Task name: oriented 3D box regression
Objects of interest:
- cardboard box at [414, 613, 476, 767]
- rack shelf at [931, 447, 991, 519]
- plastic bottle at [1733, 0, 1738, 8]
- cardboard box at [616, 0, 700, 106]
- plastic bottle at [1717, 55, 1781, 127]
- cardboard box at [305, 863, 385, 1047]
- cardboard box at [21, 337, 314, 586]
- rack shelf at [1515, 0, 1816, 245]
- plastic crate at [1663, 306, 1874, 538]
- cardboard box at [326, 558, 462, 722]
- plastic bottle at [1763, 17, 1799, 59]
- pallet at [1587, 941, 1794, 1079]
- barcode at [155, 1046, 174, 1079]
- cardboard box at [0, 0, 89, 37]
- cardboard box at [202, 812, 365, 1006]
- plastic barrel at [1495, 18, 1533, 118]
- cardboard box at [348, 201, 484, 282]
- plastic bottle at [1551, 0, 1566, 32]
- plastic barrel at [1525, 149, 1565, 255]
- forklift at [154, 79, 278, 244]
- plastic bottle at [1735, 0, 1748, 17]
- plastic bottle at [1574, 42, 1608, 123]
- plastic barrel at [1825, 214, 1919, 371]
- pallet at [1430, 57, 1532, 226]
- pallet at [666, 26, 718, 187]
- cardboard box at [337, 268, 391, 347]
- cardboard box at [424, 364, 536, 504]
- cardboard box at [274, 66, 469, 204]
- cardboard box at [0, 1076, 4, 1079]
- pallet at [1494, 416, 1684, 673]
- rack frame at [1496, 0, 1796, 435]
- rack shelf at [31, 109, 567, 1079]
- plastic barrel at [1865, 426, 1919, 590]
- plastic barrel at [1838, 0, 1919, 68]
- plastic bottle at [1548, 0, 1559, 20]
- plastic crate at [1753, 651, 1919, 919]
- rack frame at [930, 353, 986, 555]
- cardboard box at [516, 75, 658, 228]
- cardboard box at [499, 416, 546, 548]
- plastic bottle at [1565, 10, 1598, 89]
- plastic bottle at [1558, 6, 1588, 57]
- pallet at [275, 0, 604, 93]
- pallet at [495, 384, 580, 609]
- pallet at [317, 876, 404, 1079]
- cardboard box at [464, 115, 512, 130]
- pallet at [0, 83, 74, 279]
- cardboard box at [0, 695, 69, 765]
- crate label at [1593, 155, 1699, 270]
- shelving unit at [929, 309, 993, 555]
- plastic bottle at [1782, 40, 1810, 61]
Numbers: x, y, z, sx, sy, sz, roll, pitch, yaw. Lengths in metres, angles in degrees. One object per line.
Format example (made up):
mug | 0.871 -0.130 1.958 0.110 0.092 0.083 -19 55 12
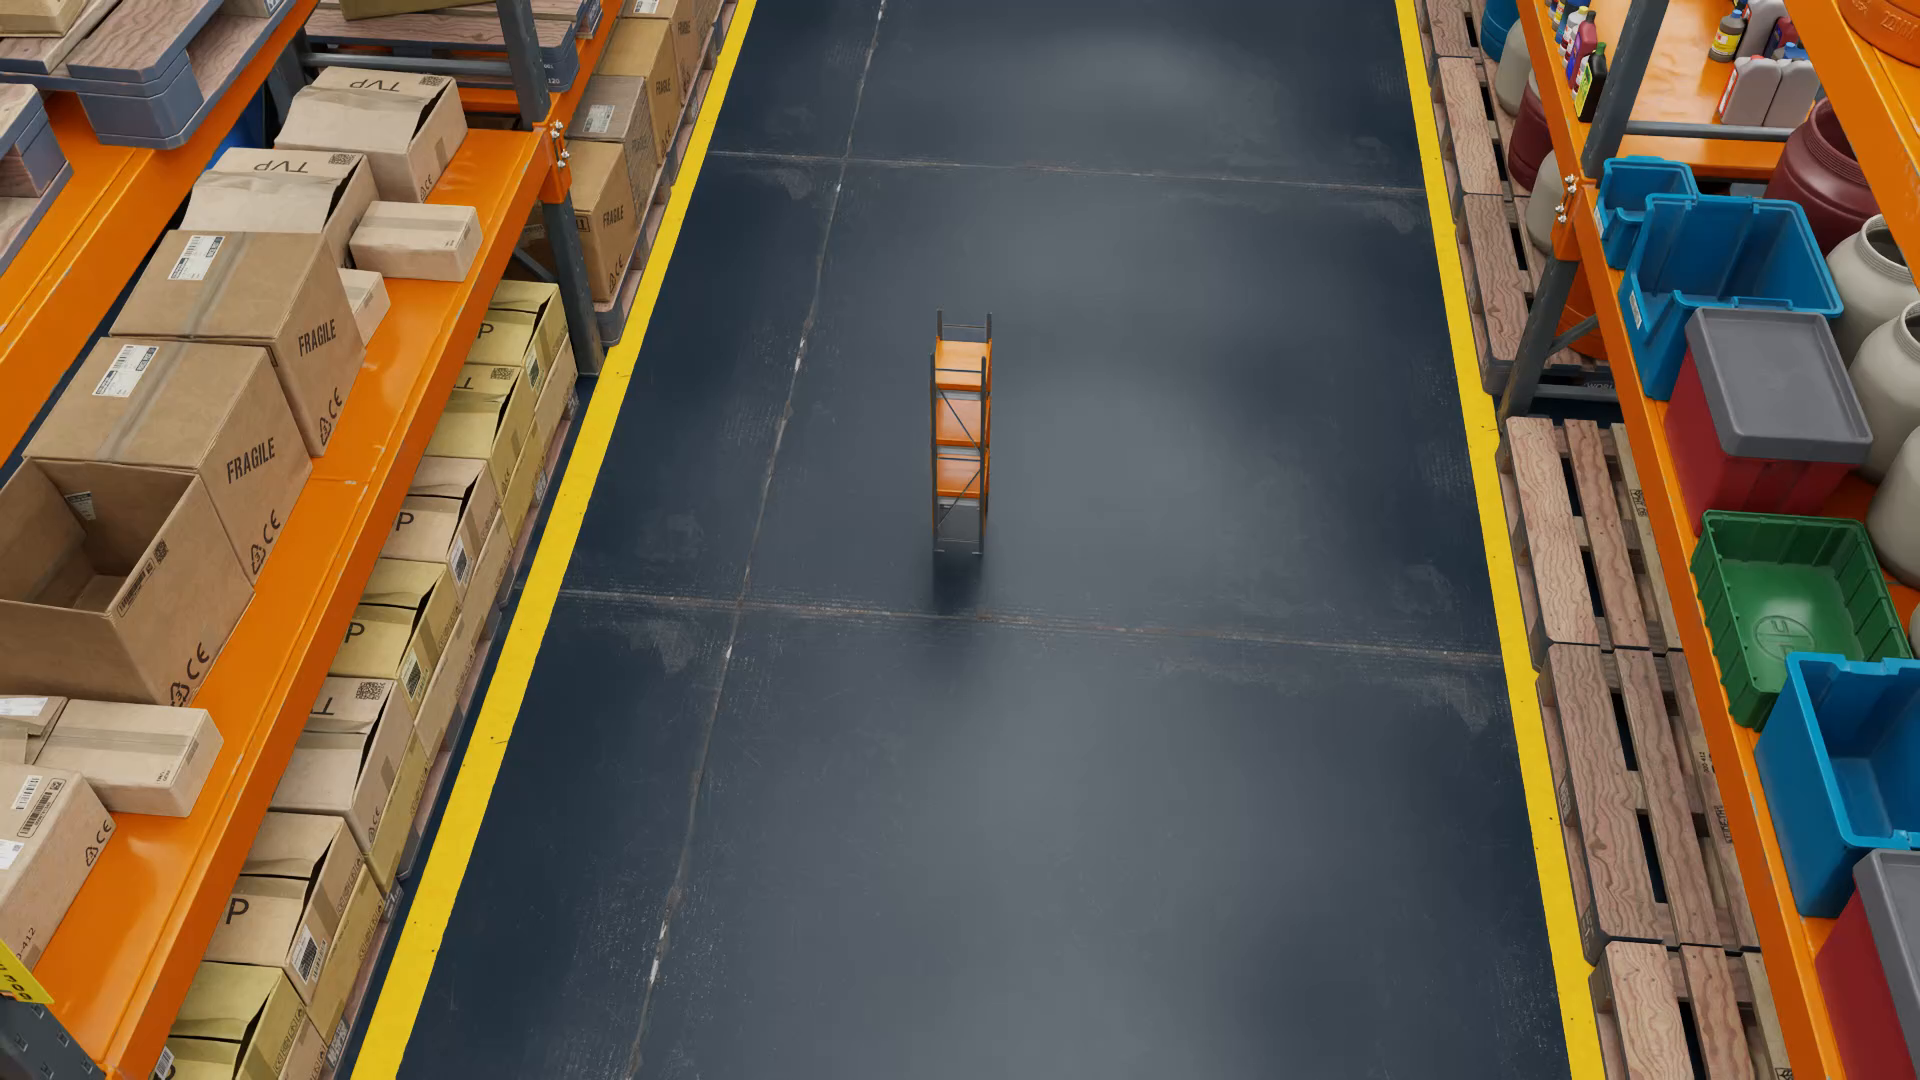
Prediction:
cardboard box | -2.044 0.500 5.839 0.500 0.250 0.500 5 48 4
rack shelf | 0.005 -0.199 6.611 0.215 0.259 0.240 4 48 4
plastic bottle | 3.312 -2.342 6.938 0.061 0.283 0.133 4 48 4
cardboard box | -1.641 -2.573 8.466 0.500 0.500 0.500 2 48 2
plastic bottle | 3.040 -1.744 6.397 0.152 0.276 0.135 4 48 4
cardboard box | -2.136 1.255 5.148 0.500 0.250 0.500 5 48 5
cardboard box | -2.287 -0.228 4.858 0.500 0.500 0.500 4 48 4
rack shelf | 3.012 -2.707 7.680 1.077 0.370 4.000 4 48 4
plastic crate | 2.378 -0.334 4.980 0.402 0.464 0.583 4 48 4
cardboard box | -2.042 0.304 5.638 0.500 0.311 0.500 5 48 5
plastic bottle | 3.267 -1.975 6.603 0.061 0.283 0.133 4 48 4
pallet | 2.498 1.821 4.941 1.003 0.211 1.213 4 48 4
barcode | -2.029 1.335 4.241 0.001 0.075 0.075 4 48 4
cardboard box | -2.232 -1.381 3.764 0.500 0.250 0.500 0 48 0
cardboard box | -2.130 1.066 4.941 0.500 0.311 0.500 3 48 3
plastic barrel | 2.923 -2.393 8.308 0.421 0.512 0.421 0 48 0
cardboard box | -1.909 -1.051 5.849 0.380 0.149 0.250 4 48 4
plastic bottle | 2.518 -2.206 6.870 0.097 0.201 0.097 0 48 0
plastic barrel | 2.820 -1.563 7.549 0.421 0.512 0.421 0 48 0
forklift | -4.902 -2.561 7.106 3.031 2.935 1.130 -12 49 -11
plastic bottle | 3.211 -2.160 6.780 0.097 0.271 0.097 0 48 0
plastic bottle | 2.442 -1.766 6.412 0.061 0.283 0.133 4 48 4
plastic barrel | 2.949 -0.747 5.325 0.421 0.512 0.421 0 48 0
pallet | 2.974 -2.015 8.450 1.003 0.211 1.213 4 48 4
pallet | -1.883 -2.315 8.724 1.003 0.211 1.213 4 48 4
cardboard box | -2.163 -0.790 5.610 0.380 0.149 0.250 7 48 6
cardboard box | -1.946 -0.435 6.314 0.500 0.311 0.500 3 48 3
cardboard box | -2.179 -1.521 6.169 0.500 0.311 0.500 7 48 6
cardboard box | -2.716 1.404 4.632 0.500 0.311 0.500 4 48 4
pallet | 2.721 0.028 6.581 1.003 0.211 1.213 4 48 4
rack frame | 2.830 -1.480 6.071 1.000 3.000 0.127 4 48 4
rack shelf | -2.285 -0.103 5.299 1.077 0.370 4.000 4 48 4
plastic barrel | 2.877 -0.132 4.746 0.433 0.535 0.433 0 48 0
plastic barrel | 2.479 -1.568 3.827 0.600 0.830 0.708 4 48 4
plastic bottle | 2.527 -2.302 6.909 0.097 0.271 0.097 0 48 0
plastic crate | 2.256 0.633 4.149 0.392 0.384 0.575 4 48 4
rack frame | -0.006 -0.304 6.317 0.200 1.050 0.008 4 48 4
cardboard box | -1.734 -1.821 7.778 0.500 0.500 0.500 2 48 2
cardboard box | -1.951 -0.247 6.522 0.500 0.250 0.500 3 48 3
plastic bottle | 2.463 -1.936 6.567 0.061 0.283 0.133 4 48 4
plastic bottle | 2.501 -2.063 6.739 0.097 0.201 0.097 0 48 0
pallet | -2.111 -2.254 6.909 1.213 0.211 1.003 4 48 4
pallet | -2.216 -0.272 6.856 1.003 0.211 1.213 4 48 4
pallet | -2.439 1.521 5.216 1.003 0.211 1.213 4 48 4
cardboard box | -2.250 -2.118 7.542 0.500 0.250 0.500 6 48 5
pallet | -2.399 -0.473 3.247 0.805 0.209 1.217 2 48 2
cardboard box | -2.570 0.511 4.341 0.396 0.266 0.258 3 48 3
crate label | 2.418 -1.139 5.872 0.303 0.233 0.416 4 48 4
shelving unit | 0.005 -0.394 6.399 0.215 1.050 0.252 4 48 4
plastic bottle | 3.229 -1.816 6.465 0.097 0.271 0.097 0 48 0
